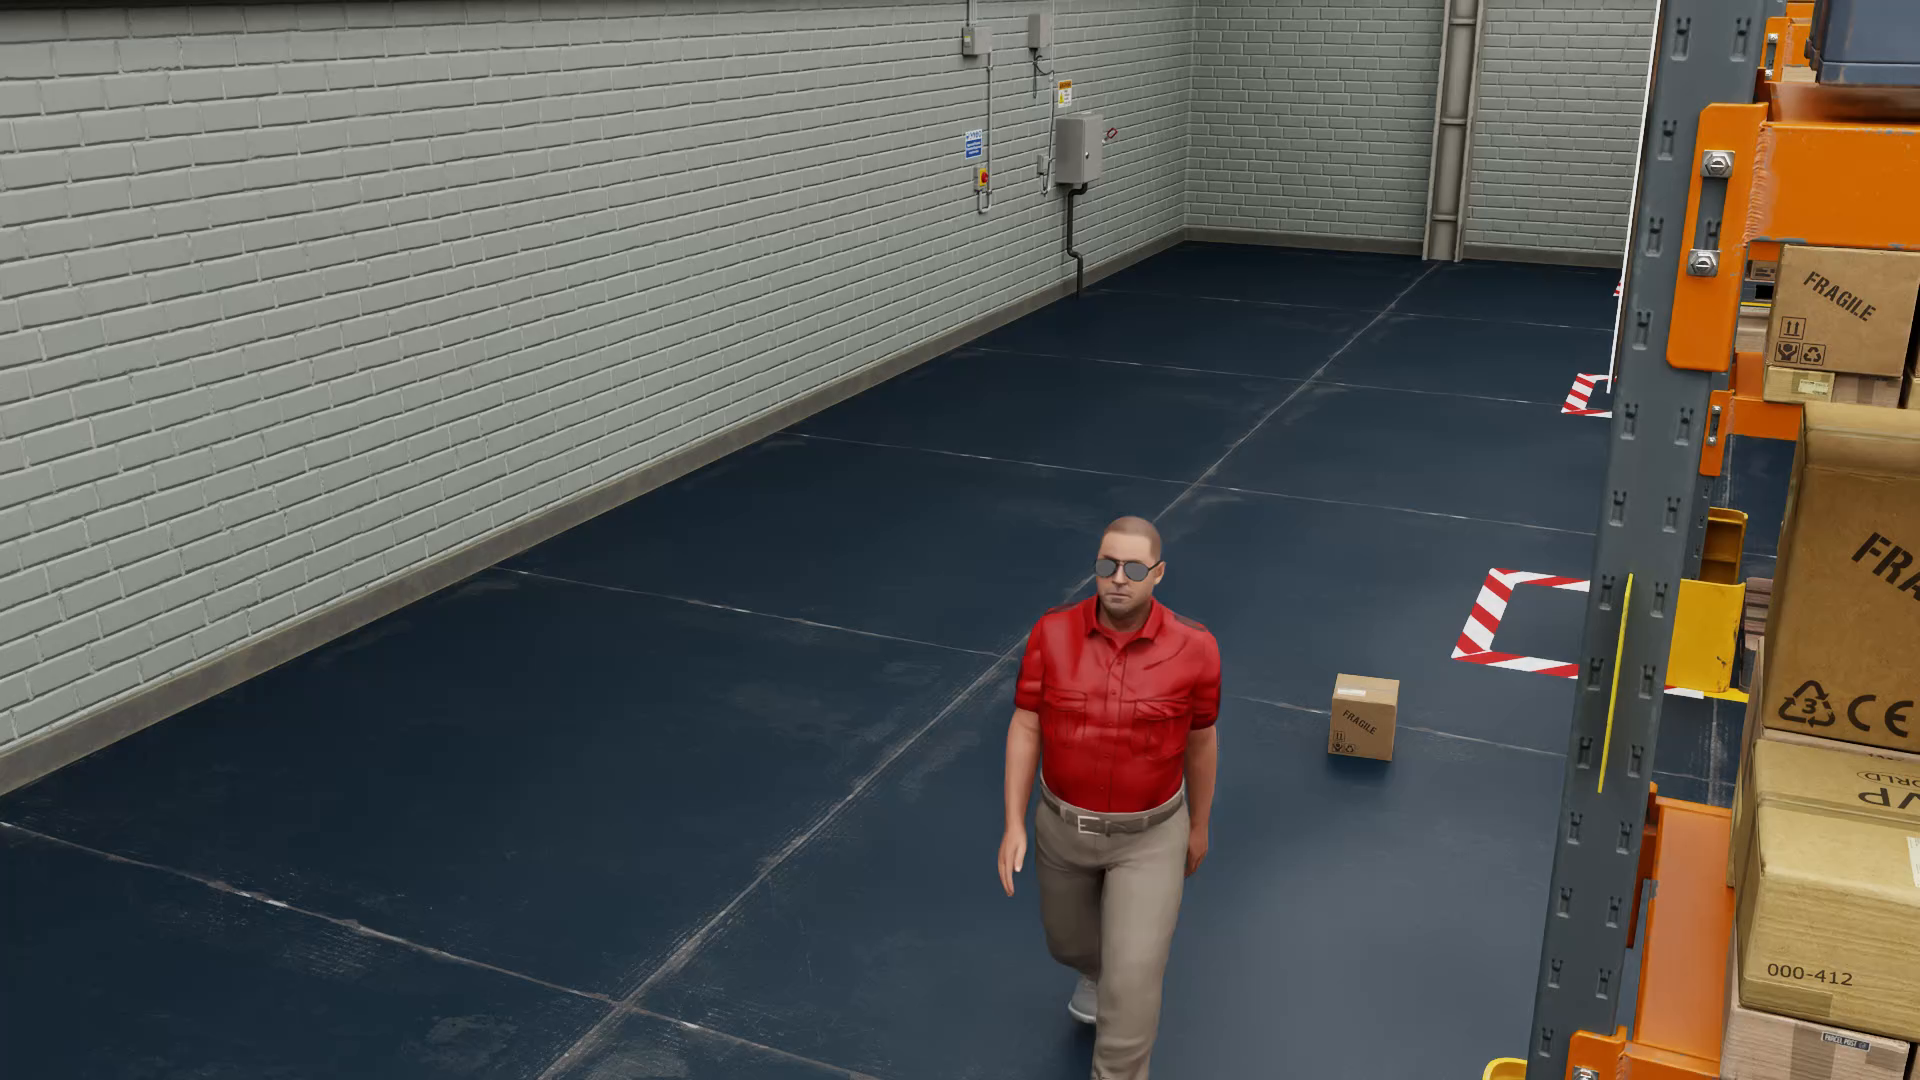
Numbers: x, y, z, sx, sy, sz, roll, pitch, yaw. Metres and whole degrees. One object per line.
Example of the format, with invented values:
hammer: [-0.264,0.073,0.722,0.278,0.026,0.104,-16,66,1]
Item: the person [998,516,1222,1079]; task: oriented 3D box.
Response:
person: [0.386,0.754,4.384,0.535,1.678,0.989,6,20,18]
